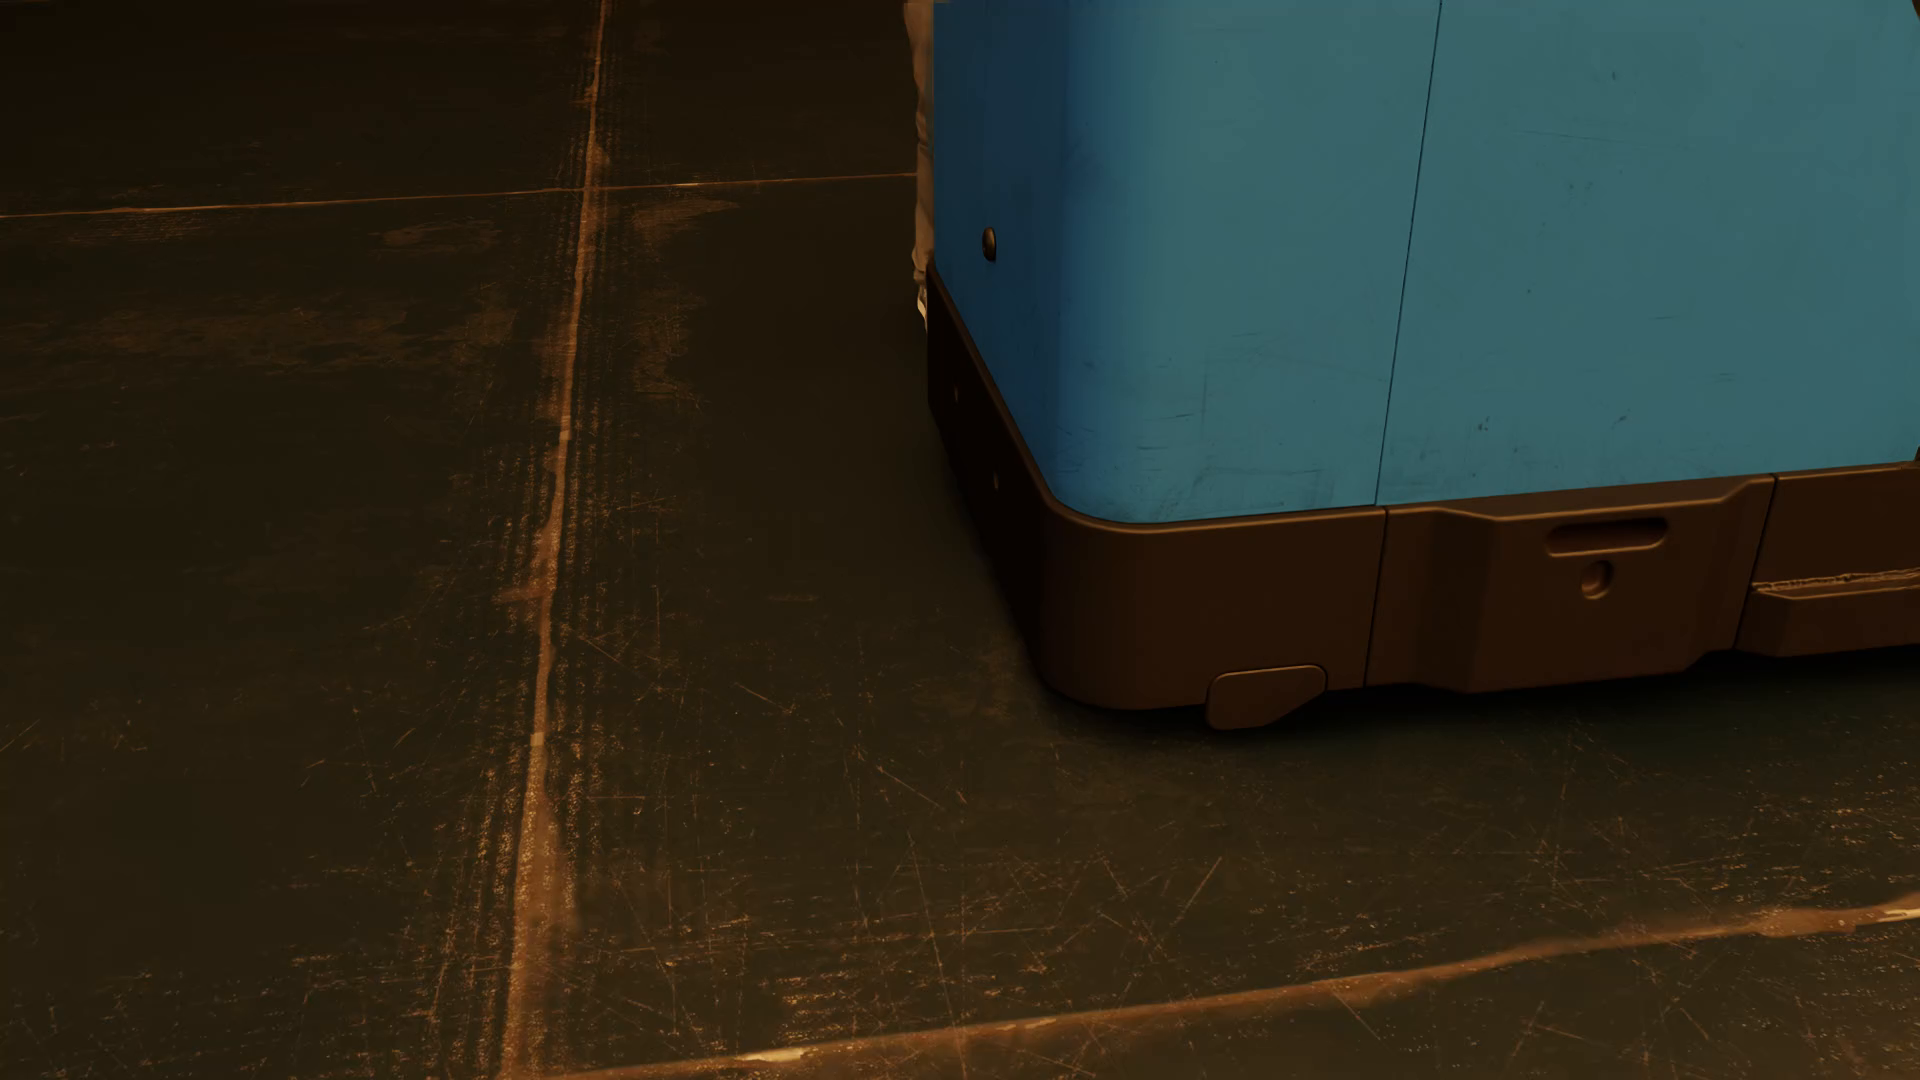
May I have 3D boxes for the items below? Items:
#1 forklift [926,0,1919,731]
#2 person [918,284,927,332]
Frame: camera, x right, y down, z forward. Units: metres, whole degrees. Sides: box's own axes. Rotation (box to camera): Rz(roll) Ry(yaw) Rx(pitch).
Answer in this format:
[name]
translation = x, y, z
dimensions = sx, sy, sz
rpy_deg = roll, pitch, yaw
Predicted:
[forklift]
translation = 1.513, -1.388, 1.989
dimensions = 3.031, 2.935, 1.130
rpy_deg = -5, 28, -9
[person]
translation = 0.104, -1.018, 2.998
dimensions = 0.633, 1.335, 0.283
rpy_deg = -6, 28, -10
